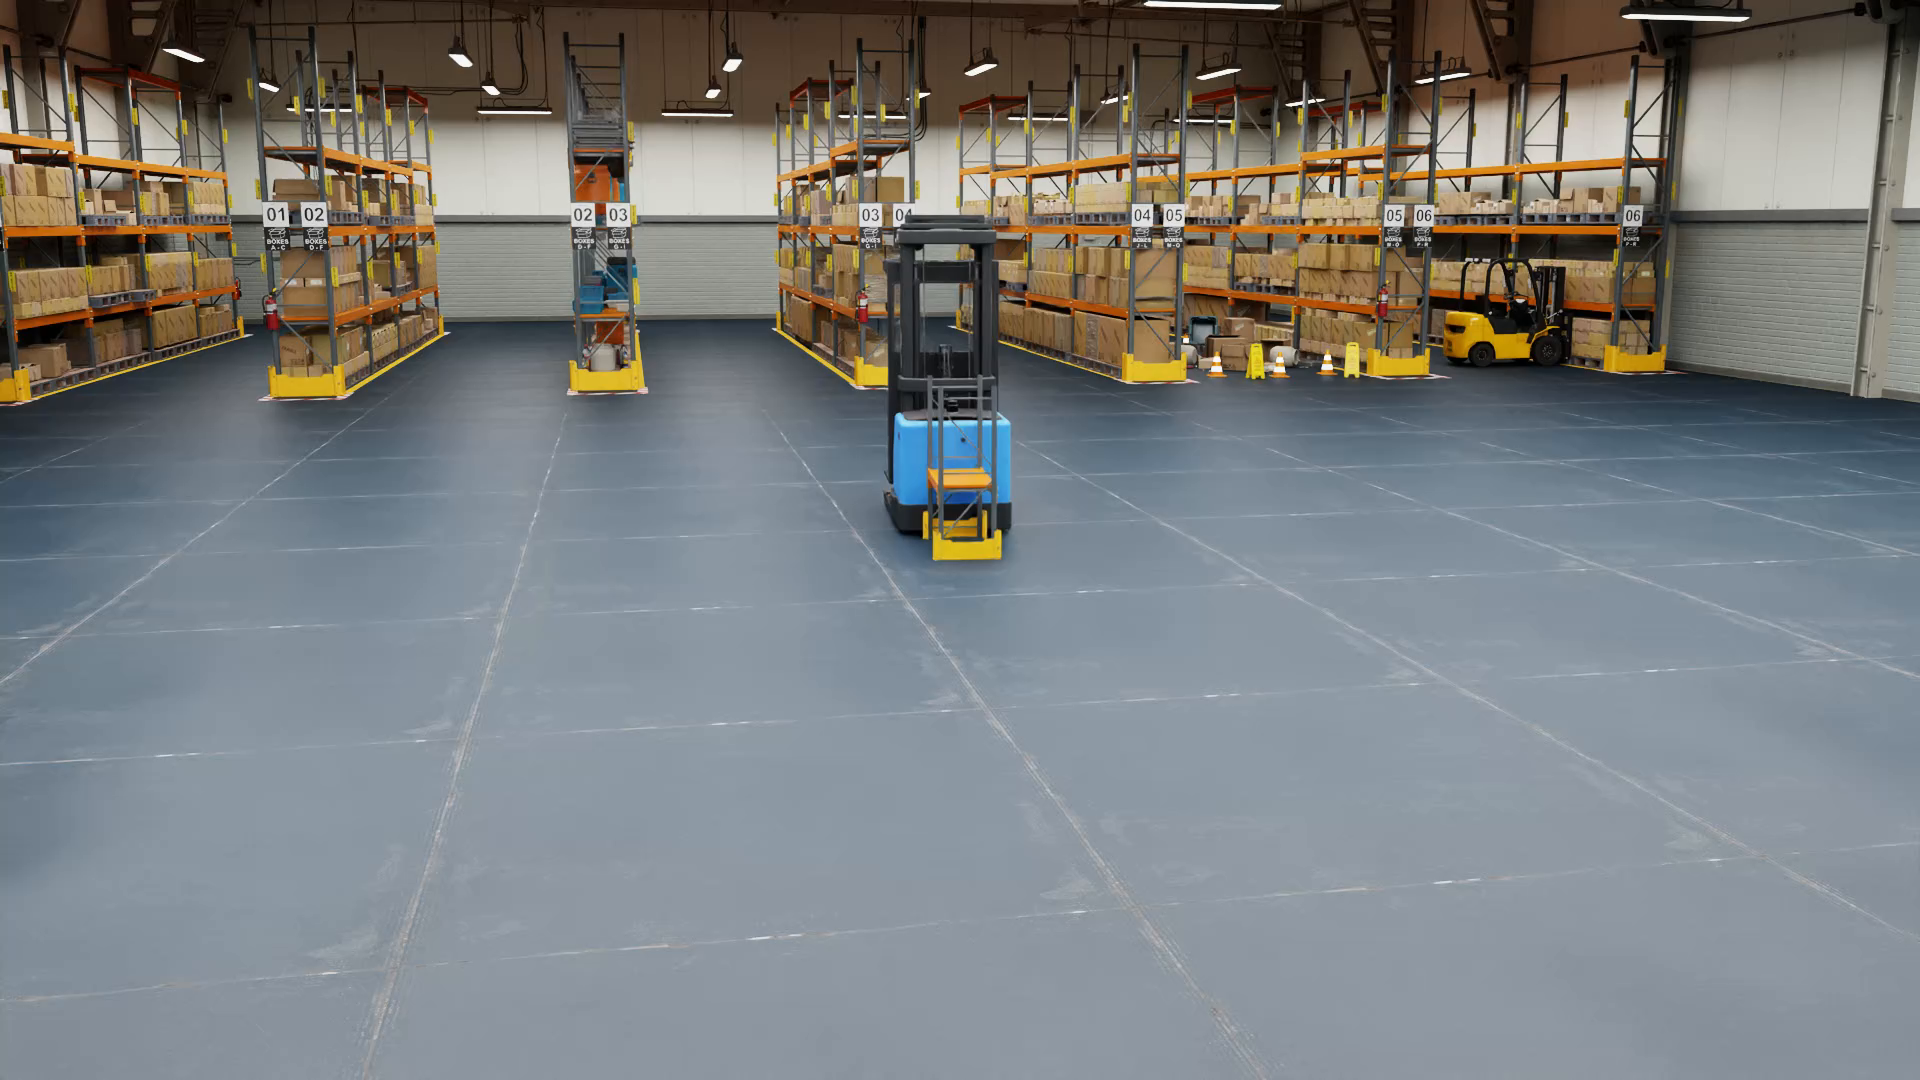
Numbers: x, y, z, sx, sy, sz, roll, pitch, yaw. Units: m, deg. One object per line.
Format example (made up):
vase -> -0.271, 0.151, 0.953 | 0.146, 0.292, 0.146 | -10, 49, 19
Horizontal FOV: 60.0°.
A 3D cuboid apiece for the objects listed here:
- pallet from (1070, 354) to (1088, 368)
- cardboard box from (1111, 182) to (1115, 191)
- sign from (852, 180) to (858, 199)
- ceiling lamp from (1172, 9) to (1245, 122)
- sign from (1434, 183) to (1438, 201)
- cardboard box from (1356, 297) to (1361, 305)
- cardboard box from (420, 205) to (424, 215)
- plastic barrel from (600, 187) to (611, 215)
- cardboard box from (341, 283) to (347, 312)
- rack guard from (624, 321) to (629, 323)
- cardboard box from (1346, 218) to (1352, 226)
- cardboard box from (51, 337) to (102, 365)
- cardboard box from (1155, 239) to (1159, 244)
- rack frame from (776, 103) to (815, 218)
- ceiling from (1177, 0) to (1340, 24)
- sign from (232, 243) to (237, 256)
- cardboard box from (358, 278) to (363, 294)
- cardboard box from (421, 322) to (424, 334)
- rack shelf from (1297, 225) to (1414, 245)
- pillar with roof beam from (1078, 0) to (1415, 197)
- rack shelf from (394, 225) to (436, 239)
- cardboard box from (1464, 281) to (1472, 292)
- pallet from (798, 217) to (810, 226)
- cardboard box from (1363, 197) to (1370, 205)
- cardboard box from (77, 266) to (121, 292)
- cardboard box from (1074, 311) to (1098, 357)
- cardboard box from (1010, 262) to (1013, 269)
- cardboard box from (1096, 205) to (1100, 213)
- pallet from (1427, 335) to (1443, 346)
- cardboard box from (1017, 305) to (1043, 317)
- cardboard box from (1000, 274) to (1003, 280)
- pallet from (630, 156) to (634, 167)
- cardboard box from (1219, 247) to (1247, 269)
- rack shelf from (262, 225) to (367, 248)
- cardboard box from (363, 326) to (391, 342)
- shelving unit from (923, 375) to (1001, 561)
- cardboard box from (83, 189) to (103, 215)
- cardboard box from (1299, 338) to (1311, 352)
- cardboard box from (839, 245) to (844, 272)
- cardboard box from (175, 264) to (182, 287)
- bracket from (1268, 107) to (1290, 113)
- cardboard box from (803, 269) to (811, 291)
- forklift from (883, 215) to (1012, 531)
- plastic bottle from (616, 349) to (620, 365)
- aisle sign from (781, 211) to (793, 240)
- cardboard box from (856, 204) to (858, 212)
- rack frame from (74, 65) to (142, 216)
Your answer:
pallet -> 2.884, -3.664, 33.934 | 1.003, 0.211, 1.213 | -2, 11, -11
cardboard box -> 3.044, -6.629, 31.183 | 0.380, 0.149, 0.250 | -2, 11, -10
sign -> -1.842, -6.172, 29.266 | 0.100, 0.325, 0.005 | -2, 11, -11
ceiling lamp -> 7.378, -13.978, 49.010 | 2.000, 3.185, 0.800 | -2, 11, -11
sign -> 8.959, -6.563, 31.351 | 0.100, 0.325, 0.005 | -2, 11, -11
cardboard box -> 7.958, -4.668, 32.426 | 0.380, 0.149, 0.250 | -2, 11, -12
cardboard box -> -13.381, -8.049, 40.559 | 0.500, 0.250, 0.500 | -2, 11, -11
plastic barrel -> -6.498, -6.077, 29.507 | 0.600, 0.588, 0.600 | 0, 11, 0
cardboard box -> -11.394, -4.340, 29.761 | 0.700, 0.500, 0.500 | -2, 11, -9
rack guard -> -9.281, -5.811, 44.442 | 1.175, 0.500, 0.348 | -2, 11, -11
cardboard box -> 7.862, -6.282, 32.882 | 0.380, 0.149, 0.250 | -2, 11, -13
cardboard box -> -16.807, -3.596, 31.630 | 0.700, 0.500, 0.500 | -2, 11, -9
cardboard box -> 5.472, -8.027, 44.723 | 0.380, 0.149, 0.250 | -2, 11, -11
rack frame -> -4.406, -10.162, 44.573 | 1.000, 3.000, 0.127 | -2, 11, -11
ceiling -> 10.234, -15.640, 49.287 | 6.000, 0.001, 6.000 | -2, 11, -11
sign -> -18.447, -7.377, 42.254 | 0.100, 0.325, 0.005 | -2, 11, -11
cardboard box -> -12.025, -4.942, 32.923 | 0.500, 0.500, 0.500 | -1, 11, -7
cardboard box -> -13.215, -5.102, 40.046 | 0.500, 0.311, 0.500 | -2, 11, -11
rack shelf -> 8.038, -6.128, 33.323 | 1.077, 0.370, 4.000 | -2, 11, -11
pillar with roof beam -> 7.487, -9.974, 43.584 | 9.100, 9.000, 0.548 | -2, 11, -11
rack shelf -> -13.734, -7.609, 41.104 | 1.077, 0.370, 4.000 | -2, 11, -11
cardboard box -> 11.885, -5.843, 38.329 | 0.500, 0.250, 0.500 | -2, 11, -9
pallet -> -3.247, -7.449, 38.849 | 1.003, 0.211, 1.213 | -2, 11, -8
cardboard box -> 7.992, -6.529, 32.046 | 0.380, 0.149, 0.250 | -2, 11, -12
cardboard box -> -17.061, -5.159, 32.888 | 0.700, 0.500, 0.500 | -2, 11, -11
cardboard box -> 2.867, -4.220, 33.961 | 0.875, 0.875, 0.875 | -2, 11, -10
cardboard box -> 1.393, -6.452, 39.083 | 0.380, 0.149, 0.250 | -2, 11, -9
cardboard box -> 2.847, -6.423, 32.234 | 0.380, 0.149, 0.250 | -2, 11, -10
pallet -> 11.861, -4.767, 39.730 | 1.003, 0.211, 1.213 | -2, 11, -11
cardboard box -> 1.645, -5.372, 39.008 | 0.500, 0.250, 0.500 | -2, 11, -12
cardboard box -> 1.188, -6.351, 40.146 | 0.380, 0.149, 0.250 | -3, 11, -14
pallet -> -7.818, -8.359, 36.674 | 1.213, 0.211, 1.003 | -2, 11, -11
cardboard box -> 6.514, -6.734, 39.664 | 0.500, 0.500, 0.500 | -2, 11, -13
rack shelf -> -11.401, -5.408, 29.541 | 1.077, 0.370, 4.000 | -2, 11, -11
cardboard box -> -12.021, -4.244, 34.257 | 0.500, 0.311, 0.500 | -2, 11, -11
shelving unit -> 0.009, -0.660, 14.706 | 0.587, 1.500, 1.083 | -1, 11, -6
cardboard box -> -16.916, -6.532, 32.133 | 0.500, 0.500, 0.500 | -3, 11, -13
cardboard box -> 7.499, -4.112, 35.062 | 0.500, 0.250, 0.500 | -3, 11, -14
cardboard box -> -2.038, -5.425, 31.994 | 0.500, 0.500, 0.500 | -2, 11, -11
cardboard box -> -17.669, -5.885, 37.029 | 0.500, 0.500, 0.500 | -2, 11, -11
bracket -> 9.571, -13.575, 52.876 | 0.076, 0.066, 5.218 | -2, 11, -11
cardboard box -> -3.384, -6.065, 38.825 | 0.500, 0.500, 0.500 | -2, 11, -13
forklift -> -0.193, -1.746, 16.583 | 1.130, 2.935, 3.031 | -1, 11, -6
plastic bottle -> -6.499, -3.480, 31.597 | 0.061, 0.283, 0.133 | -2, 11, -11
aisle sign -> -4.714, -8.494, 44.903 | 0.394, 0.787, 0.004 | -2, 11, -11
cardboard box -> -1.654, -5.916, 29.620 | 0.380, 0.149, 0.250 | -2, 11, -11
rack frame -> -17.426, -8.154, 34.025 | 1.000, 3.000, 0.127 | -2, 11, -11
